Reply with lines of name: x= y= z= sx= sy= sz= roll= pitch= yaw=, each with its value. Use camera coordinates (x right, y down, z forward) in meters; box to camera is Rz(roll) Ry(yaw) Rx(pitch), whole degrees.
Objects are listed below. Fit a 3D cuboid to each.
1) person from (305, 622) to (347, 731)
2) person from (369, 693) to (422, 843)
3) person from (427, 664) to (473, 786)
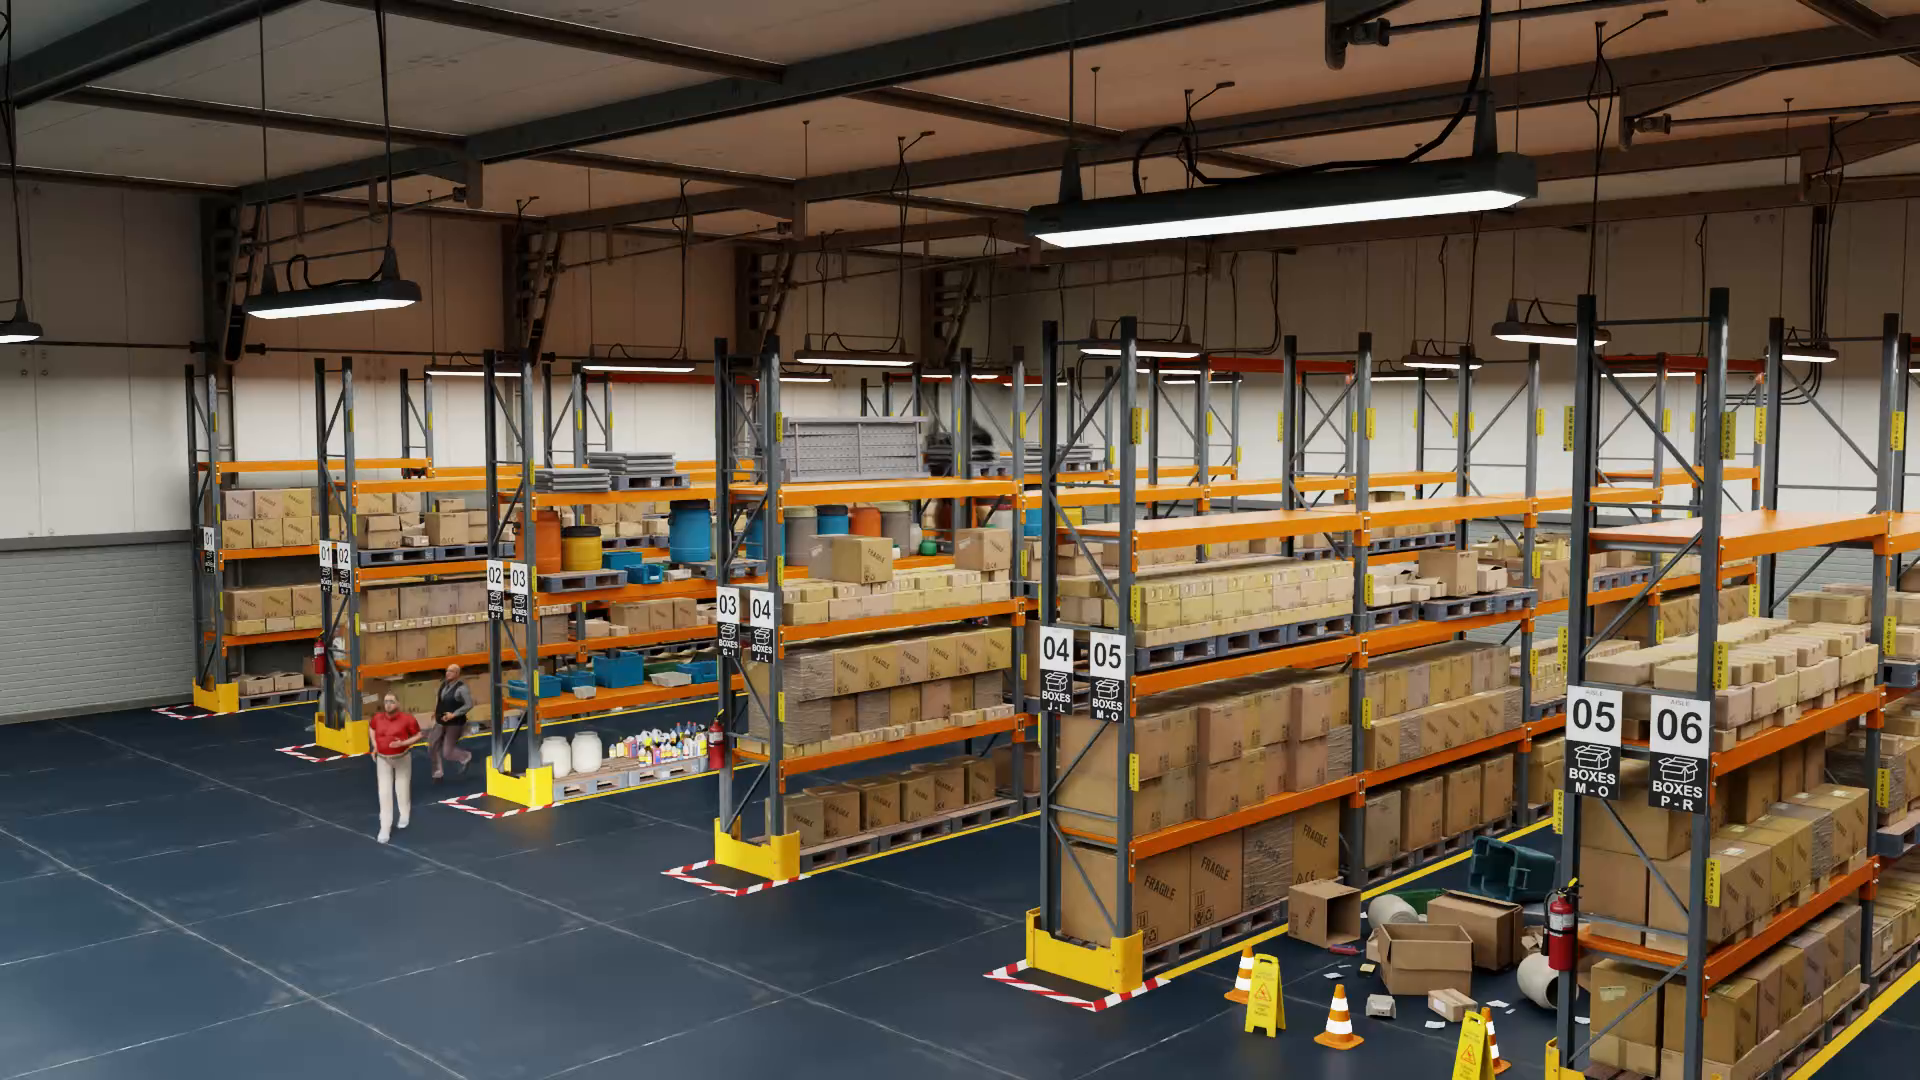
person: x=-10.314 y=2.204 z=27.223 sx=0.677 sy=1.735 sz=0.979 roll=3 pitch=6 yaw=38
person: x=-6.899 y=2.732 z=20.318 sx=0.651 sy=1.761 sz=0.846 roll=-1 pitch=4 yaw=-9
person: x=-7.055 y=2.579 z=23.201 sx=0.709 sy=1.730 sz=0.727 roll=3 pitch=5 yaw=32
